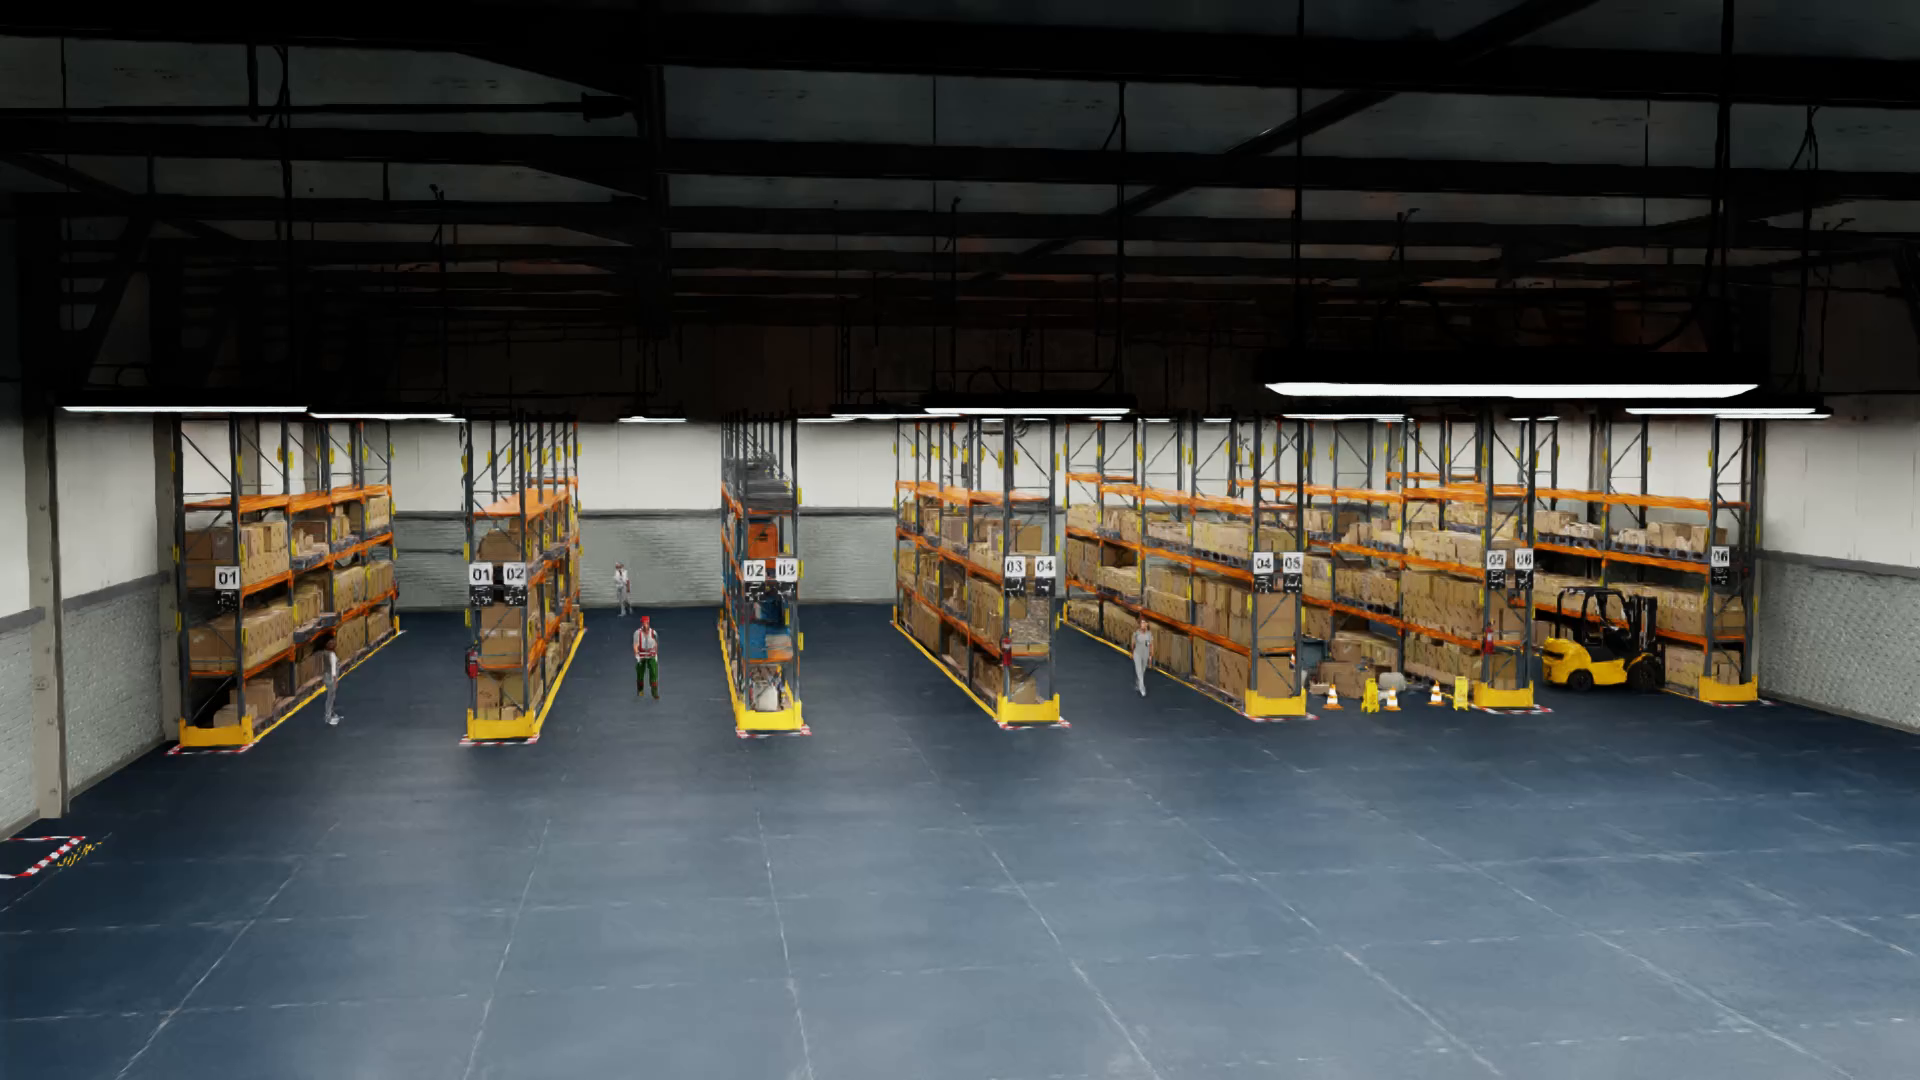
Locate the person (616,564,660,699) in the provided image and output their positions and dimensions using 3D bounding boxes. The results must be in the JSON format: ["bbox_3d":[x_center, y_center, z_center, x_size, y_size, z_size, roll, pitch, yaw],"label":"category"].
[{"bbox_3d":[-8.297,1.917,42.031,1.767,1.728,16.171,-1,4,-18],"label":"person"}]

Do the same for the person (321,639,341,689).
[{"bbox_3d":[-12.026,2.359,31.767,0.323,0.936,0.481,-3,5,-37],"label":"person"}]

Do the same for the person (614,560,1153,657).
[{"bbox_3d":[-3.078,1.927,42.548,19.620,1.669,6.618,2,5,28],"label":"person"}]

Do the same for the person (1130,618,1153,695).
[{"bbox_3d":[3.889,2.447,35.354,0.449,1.600,1.053,-1,4,-12],"label":"person"}]
